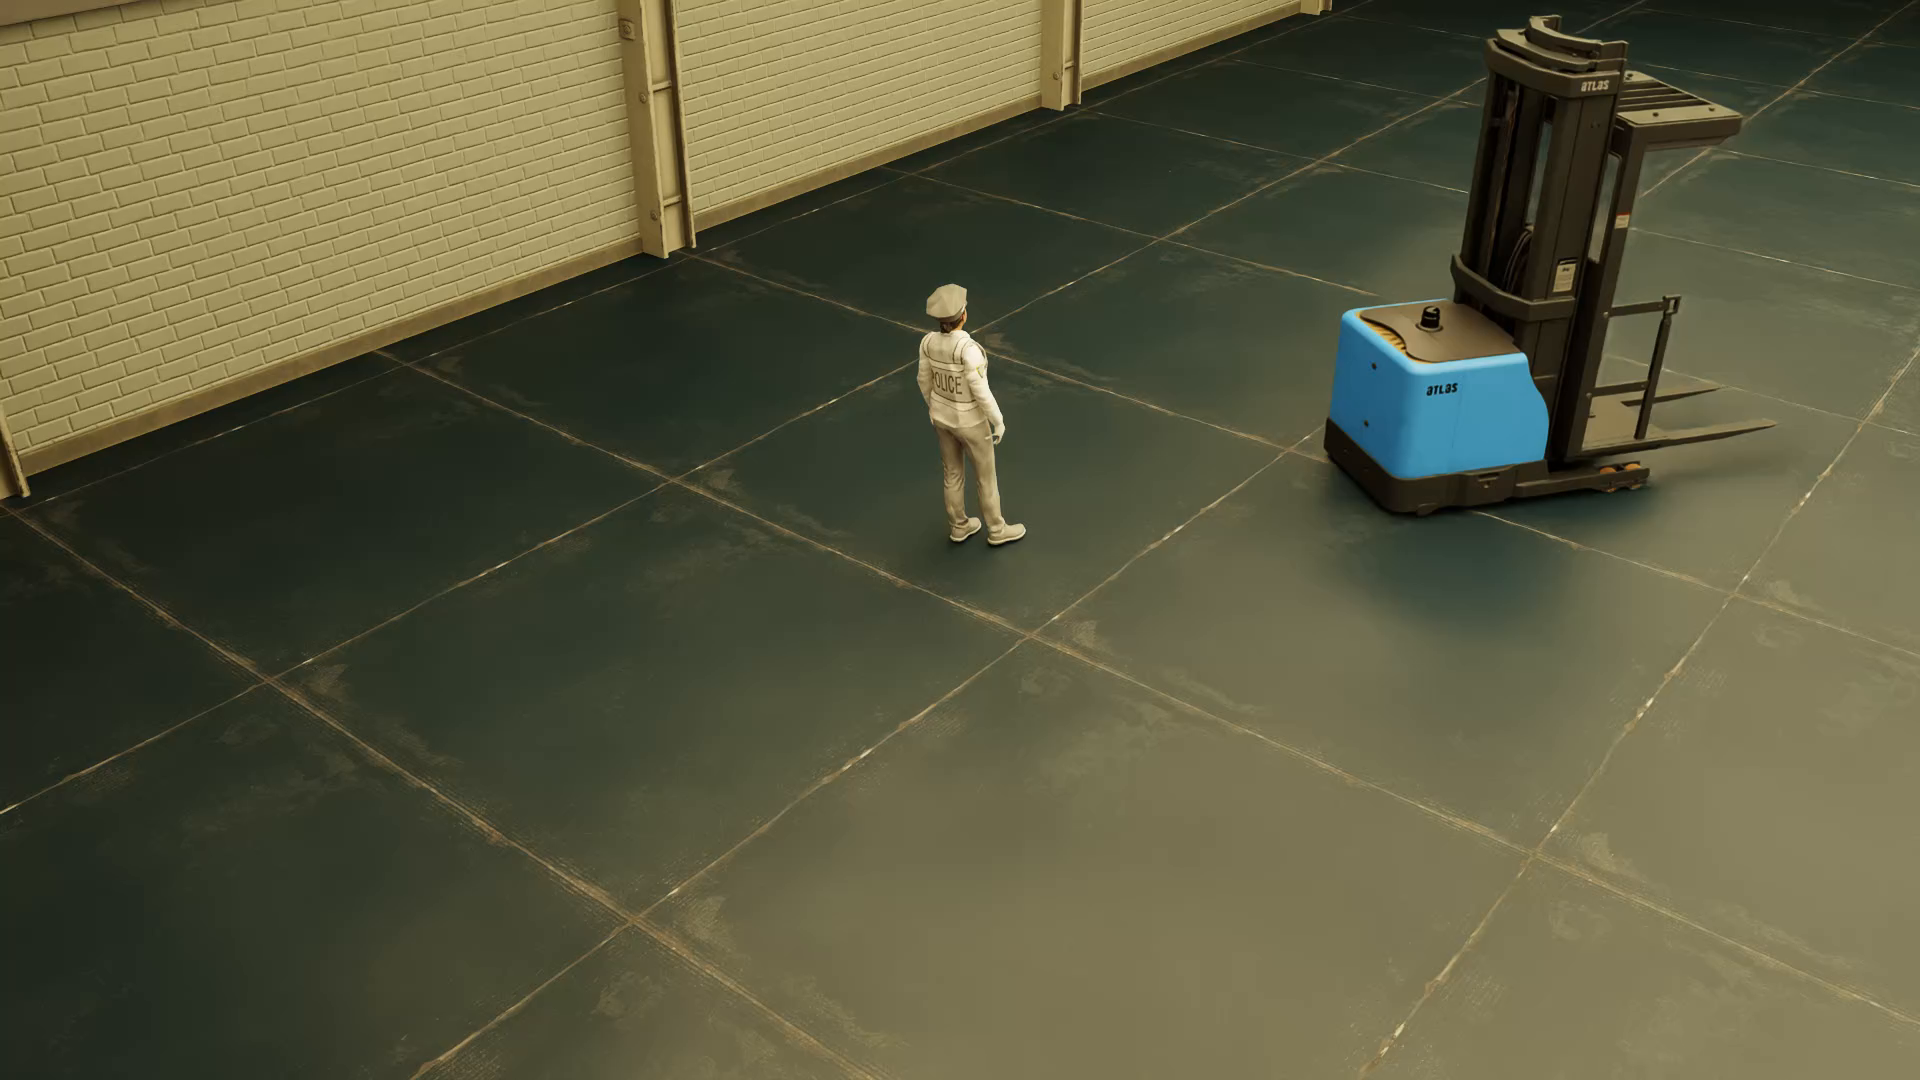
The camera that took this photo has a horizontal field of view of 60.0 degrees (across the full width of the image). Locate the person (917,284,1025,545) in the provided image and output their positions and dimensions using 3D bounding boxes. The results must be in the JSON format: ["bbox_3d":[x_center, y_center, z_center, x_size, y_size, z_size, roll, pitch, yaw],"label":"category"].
[{"bbox_3d":[0.047,-0.762,10.110,0.588,1.696,0.533,22,37,33],"label":"person"}]

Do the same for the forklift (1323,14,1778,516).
[{"bbox_3d":[4.077,-1.827,10.722,3.031,2.935,1.130,-8,31,-14],"label":"forklift"}]
